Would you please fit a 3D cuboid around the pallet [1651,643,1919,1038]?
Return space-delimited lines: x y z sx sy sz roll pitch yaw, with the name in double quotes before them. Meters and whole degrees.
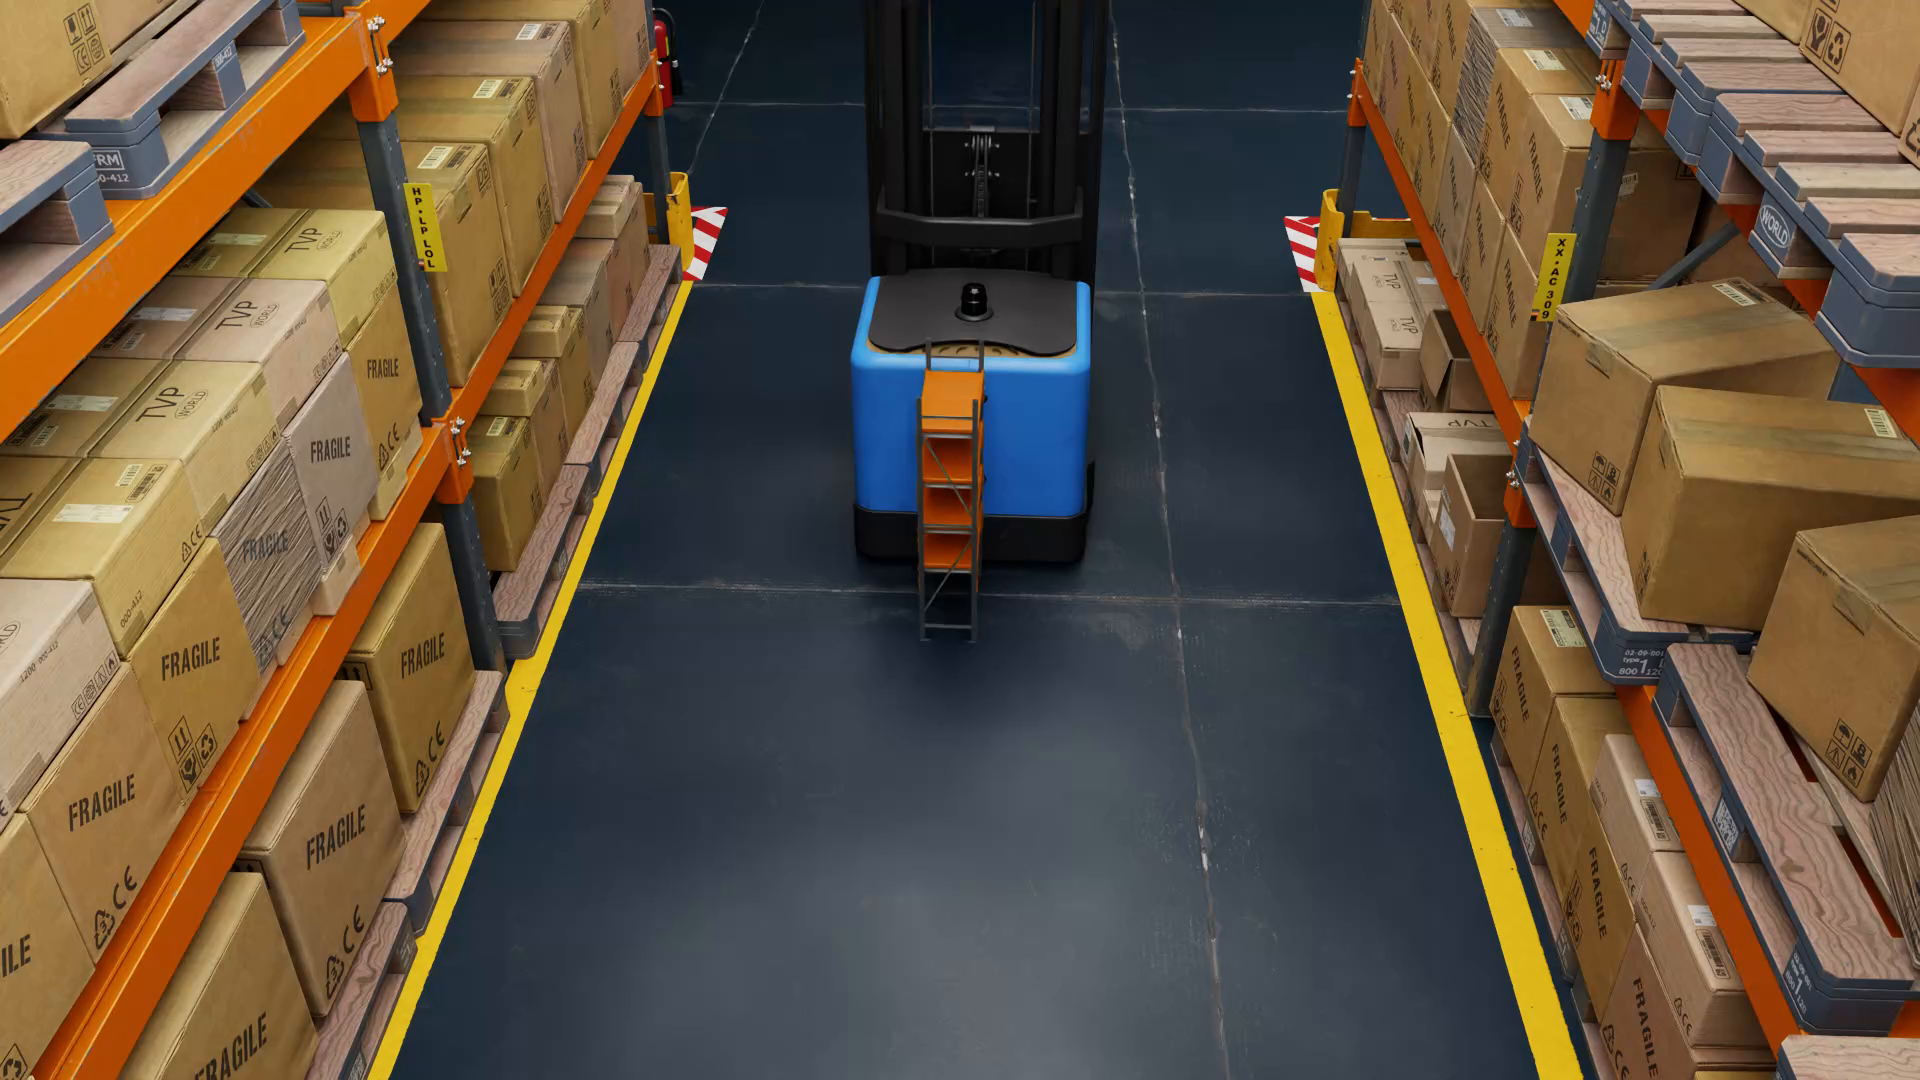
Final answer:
"pallet" 2.474 0.731 4.268 1.003 0.211 1.213 1 35 2

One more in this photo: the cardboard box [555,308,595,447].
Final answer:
"cardboard box" -2.209 -0.800 8.089 0.700 0.500 0.500 2 35 3

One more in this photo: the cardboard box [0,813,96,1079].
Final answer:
"cardboard box" -2.243 0.913 3.479 0.500 0.500 0.500 2 35 3

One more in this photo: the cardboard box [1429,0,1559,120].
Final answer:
"cardboard box" 2.383 -2.148 7.241 0.500 0.500 0.500 1 35 1

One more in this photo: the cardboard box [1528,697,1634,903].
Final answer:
"cardboard box" 2.288 0.894 5.661 0.500 0.500 0.500 2 35 3

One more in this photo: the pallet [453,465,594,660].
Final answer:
"pallet" -2.279 0.065 7.473 1.003 0.211 1.213 1 35 2

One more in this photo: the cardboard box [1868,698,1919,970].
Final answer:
"cardboard box" 2.541 0.672 3.733 0.700 0.500 0.500 8 36 11

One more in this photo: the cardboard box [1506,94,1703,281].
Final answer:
"cardboard box" 2.323 -1.275 5.998 0.500 0.500 0.500 2 35 2

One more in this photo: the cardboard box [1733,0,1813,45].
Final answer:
"cardboard box" 2.468 -1.721 4.443 0.600 0.600 0.600 -2 35 -3

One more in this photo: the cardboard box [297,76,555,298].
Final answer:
"cardboard box" -2.315 -1.494 7.006 0.980 0.700 0.700 0 35 1

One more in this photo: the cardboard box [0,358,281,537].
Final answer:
"cardboard box" -2.202 -0.257 4.492 0.500 0.250 0.500 2 35 3

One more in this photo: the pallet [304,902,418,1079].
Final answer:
"pallet" -2.390 1.648 5.221 1.003 0.211 1.213 1 35 2

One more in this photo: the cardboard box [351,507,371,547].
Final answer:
"cardboard box" -2.161 -0.052 5.416 0.380 0.149 0.250 2 35 3

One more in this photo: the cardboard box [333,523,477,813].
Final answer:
"cardboard box" -2.284 0.444 6.014 0.750 0.750 0.750 2 35 2

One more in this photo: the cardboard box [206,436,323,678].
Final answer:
"cardboard box" -2.194 0.042 4.719 0.500 0.500 0.500 1 35 2

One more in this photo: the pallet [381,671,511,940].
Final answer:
"pallet" -2.344 0.946 6.221 1.003 0.211 1.213 1 35 2

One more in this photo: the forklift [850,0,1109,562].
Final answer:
"forklift" 0.128 -1.923 7.936 1.130 2.935 3.031 2 35 3

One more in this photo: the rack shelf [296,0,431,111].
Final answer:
"rack shelf" -2.308 -2.722 7.032 1.077 0.370 4.000 1 35 2

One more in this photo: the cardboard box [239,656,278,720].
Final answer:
"cardboard box" -2.214 0.384 4.796 0.380 0.149 0.250 0 35 1

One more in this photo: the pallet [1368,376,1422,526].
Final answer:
"pallet" 2.636 -0.484 8.256 1.003 0.211 1.213 1 35 2

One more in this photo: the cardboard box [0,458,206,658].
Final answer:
"cardboard box" -2.222 0.036 4.075 0.500 0.250 0.500 1 35 1

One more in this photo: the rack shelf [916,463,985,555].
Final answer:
"rack shelf" -0.036 -0.140 7.022 0.258 0.148 0.480 2 35 3

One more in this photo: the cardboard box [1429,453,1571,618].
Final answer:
"cardboard box" 2.301 -0.019 6.960 0.500 0.500 0.500 1 35 2

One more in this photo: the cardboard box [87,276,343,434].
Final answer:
"cardboard box" -2.182 -0.550 4.909 0.500 0.250 0.500 2 35 3

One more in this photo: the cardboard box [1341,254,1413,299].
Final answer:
"cardboard box" 2.352 -1.471 9.316 0.380 0.166 0.250 1 35 2

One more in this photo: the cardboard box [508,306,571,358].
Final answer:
"cardboard box" -2.039 -0.975 7.773 0.380 0.149 0.250 0 35 1

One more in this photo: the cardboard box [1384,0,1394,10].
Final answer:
"cardboard box" 2.441 -3.027 8.492 0.500 0.500 0.500 2 35 3

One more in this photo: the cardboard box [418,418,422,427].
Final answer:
"cardboard box" -2.460 -0.403 6.960 0.380 0.149 0.250 1 35 2

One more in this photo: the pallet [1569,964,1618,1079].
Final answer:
"pallet" 2.520 1.784 5.028 1.003 0.211 1.213 1 35 2

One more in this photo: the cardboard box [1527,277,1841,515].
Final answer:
"cardboard box" 2.319 -0.474 5.363 0.700 0.500 0.500 -10 36 -14

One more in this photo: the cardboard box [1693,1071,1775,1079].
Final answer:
"cardboard box" 2.225 1.773 4.410 0.500 0.500 0.500 0 35 0

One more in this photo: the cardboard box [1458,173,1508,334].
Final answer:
"cardboard box" 2.345 -1.158 6.703 0.500 0.500 0.500 2 35 3

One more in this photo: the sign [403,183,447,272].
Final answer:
"sign" -1.846 -1.075 5.732 0.100 0.325 0.005 1 35 2

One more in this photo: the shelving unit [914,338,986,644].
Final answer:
"shelving unit" -0.036 -0.195 6.983 0.258 1.200 0.503 2 35 3

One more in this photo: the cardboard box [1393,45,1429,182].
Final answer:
"cardboard box" 2.403 -2.033 7.948 0.500 0.500 0.500 1 35 2

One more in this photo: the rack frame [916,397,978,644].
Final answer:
"rack frame" -0.051 -0.055 6.784 0.240 1.200 0.015 2 35 3

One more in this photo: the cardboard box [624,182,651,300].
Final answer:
"cardboard box" -2.156 -1.683 9.345 0.700 0.500 0.500 1 35 2

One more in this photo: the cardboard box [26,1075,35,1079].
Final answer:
"cardboard box" -2.190 1.273 3.531 0.380 0.149 0.250 2 35 3

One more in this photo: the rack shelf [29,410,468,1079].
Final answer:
"rack shelf" -2.469 0.803 4.624 1.077 0.370 4.000 1 35 2

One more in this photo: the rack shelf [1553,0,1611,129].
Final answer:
"rack shelf" 2.642 -2.610 6.872 1.077 0.370 4.000 1 35 2

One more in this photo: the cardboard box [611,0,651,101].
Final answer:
"cardboard box" -2.238 -2.768 8.819 0.980 0.700 0.700 3 35 4

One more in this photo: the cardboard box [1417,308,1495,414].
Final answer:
"cardboard box" 2.632 -0.766 8.020 0.797 0.503 0.637 1 35 2

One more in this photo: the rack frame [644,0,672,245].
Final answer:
"rack frame" -2.228 -2.939 9.322 1.000 3.000 0.127 1 35 2
